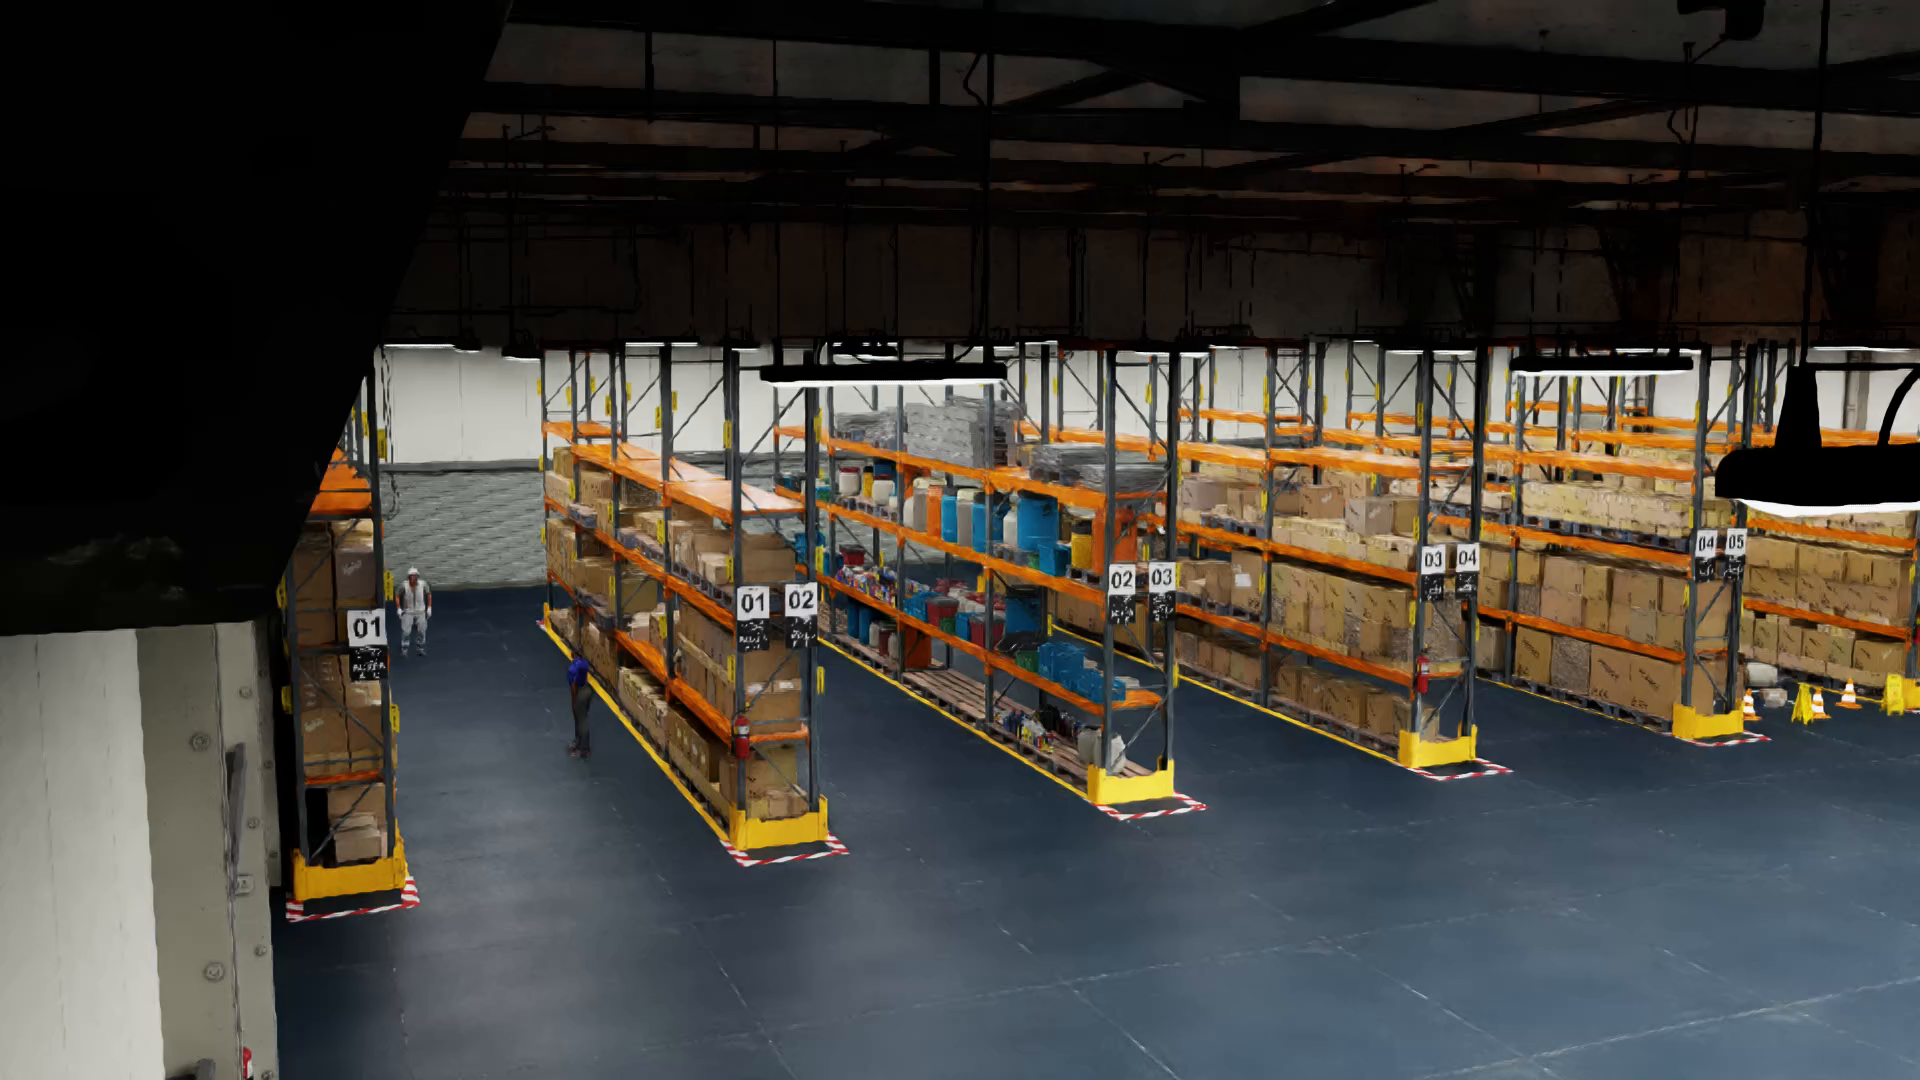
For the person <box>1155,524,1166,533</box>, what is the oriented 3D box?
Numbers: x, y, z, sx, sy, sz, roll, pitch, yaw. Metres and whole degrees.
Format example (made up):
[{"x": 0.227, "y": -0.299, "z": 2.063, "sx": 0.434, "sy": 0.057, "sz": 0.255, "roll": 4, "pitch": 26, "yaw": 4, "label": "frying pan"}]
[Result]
[{"x": 5.095, "y": 0.140, "z": 41.388, "sx": 0.546, "sy": 1.652, "sz": 0.561, "roll": 5, "pitch": 9, "yaw": 35, "label": "person"}]

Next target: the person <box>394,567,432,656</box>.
[{"x": -10.395, "y": 1.366, "z": 31.651, "sx": 0.677, "sy": 1.742, "sz": 0.552, "roll": -3, "pitch": 8, "yaw": -23, "label": "person"}]

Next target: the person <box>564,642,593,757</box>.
[{"x": -5.638, "y": 2.377, "z": 24.477, "sx": 0.462, "sy": 1.559, "sz": 0.498, "roll": 1, "pitch": 8, "yaw": 9, "label": "person"}]
